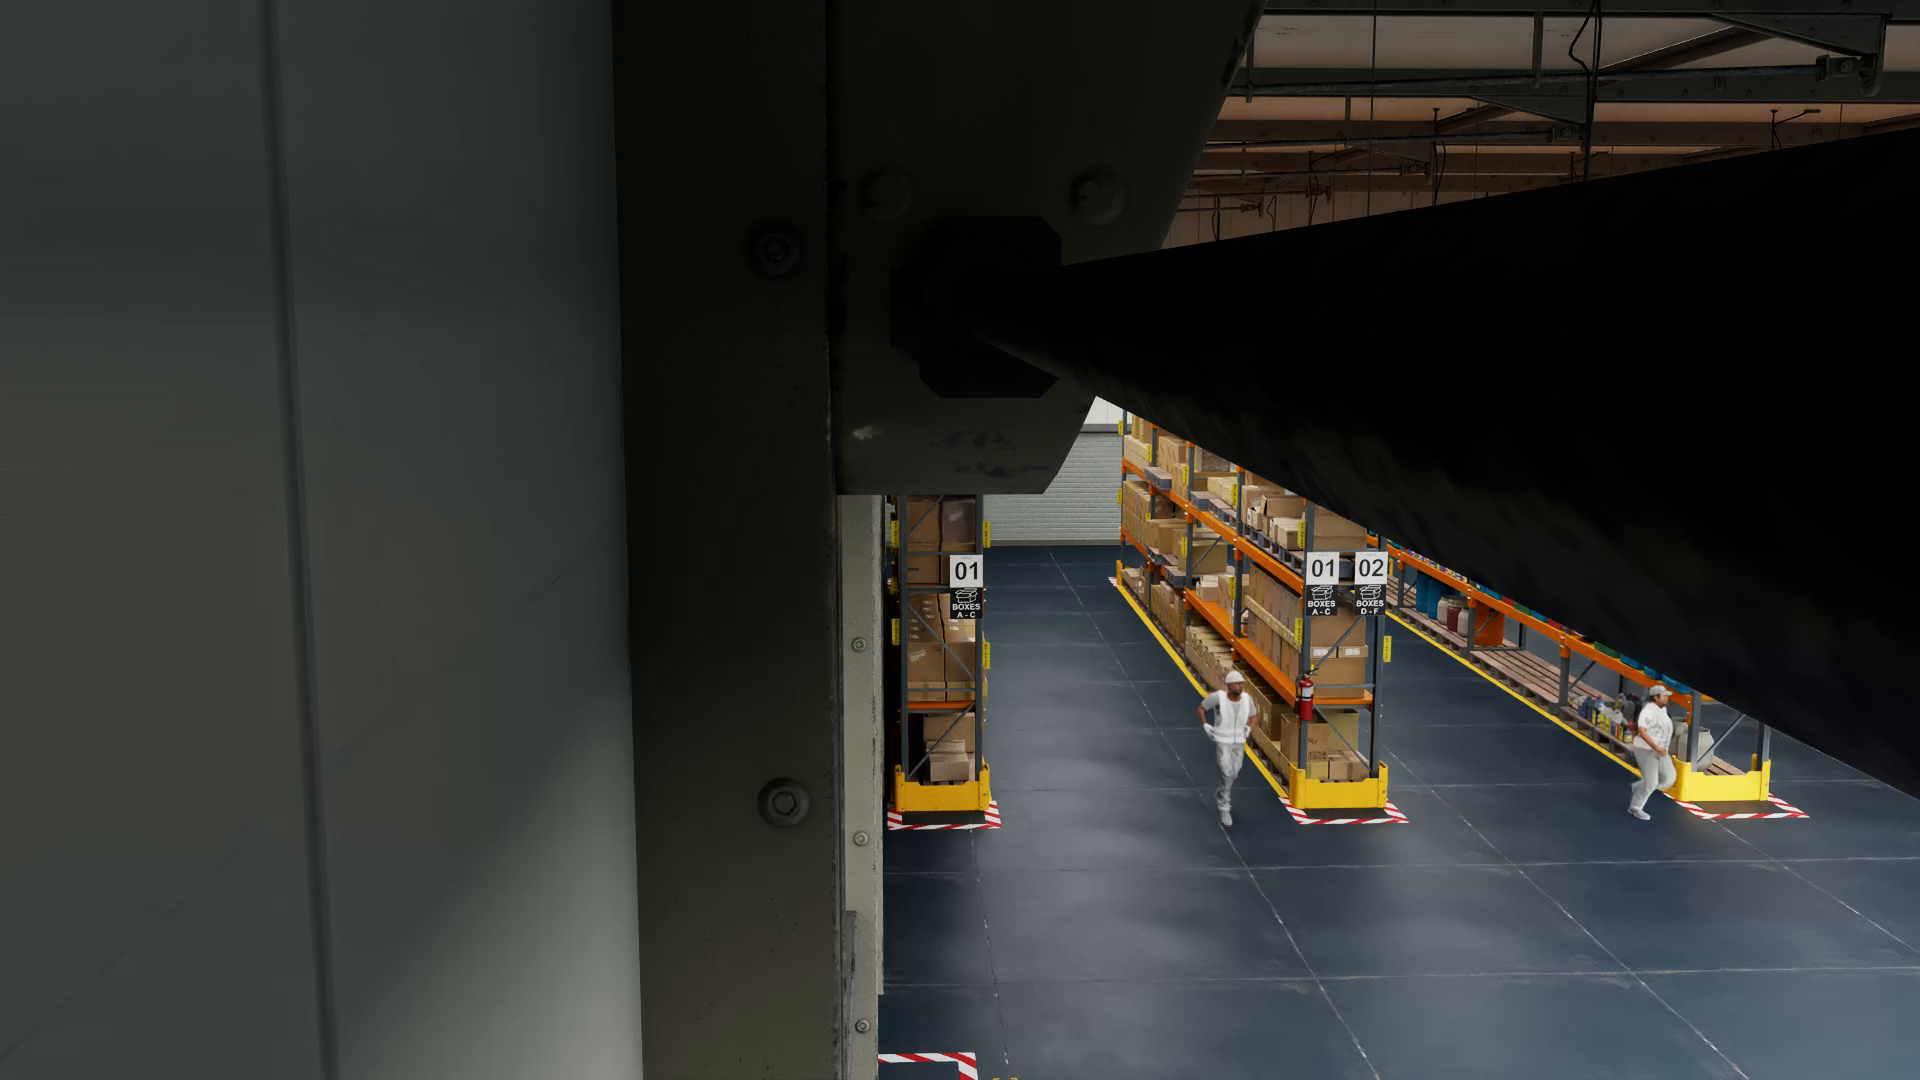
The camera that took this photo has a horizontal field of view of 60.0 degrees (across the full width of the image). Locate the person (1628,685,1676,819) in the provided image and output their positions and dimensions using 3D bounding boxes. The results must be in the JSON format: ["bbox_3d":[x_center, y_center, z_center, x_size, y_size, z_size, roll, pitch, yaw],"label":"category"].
[{"bbox_3d":[8.486,2.574,20.294,0.649,1.622,0.498,-7,11,-40],"label":"person"}]

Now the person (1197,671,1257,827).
[{"bbox_3d":[3.295,2.486,20.237,0.679,1.821,0.822,-3,9,-17],"label":"person"}]
